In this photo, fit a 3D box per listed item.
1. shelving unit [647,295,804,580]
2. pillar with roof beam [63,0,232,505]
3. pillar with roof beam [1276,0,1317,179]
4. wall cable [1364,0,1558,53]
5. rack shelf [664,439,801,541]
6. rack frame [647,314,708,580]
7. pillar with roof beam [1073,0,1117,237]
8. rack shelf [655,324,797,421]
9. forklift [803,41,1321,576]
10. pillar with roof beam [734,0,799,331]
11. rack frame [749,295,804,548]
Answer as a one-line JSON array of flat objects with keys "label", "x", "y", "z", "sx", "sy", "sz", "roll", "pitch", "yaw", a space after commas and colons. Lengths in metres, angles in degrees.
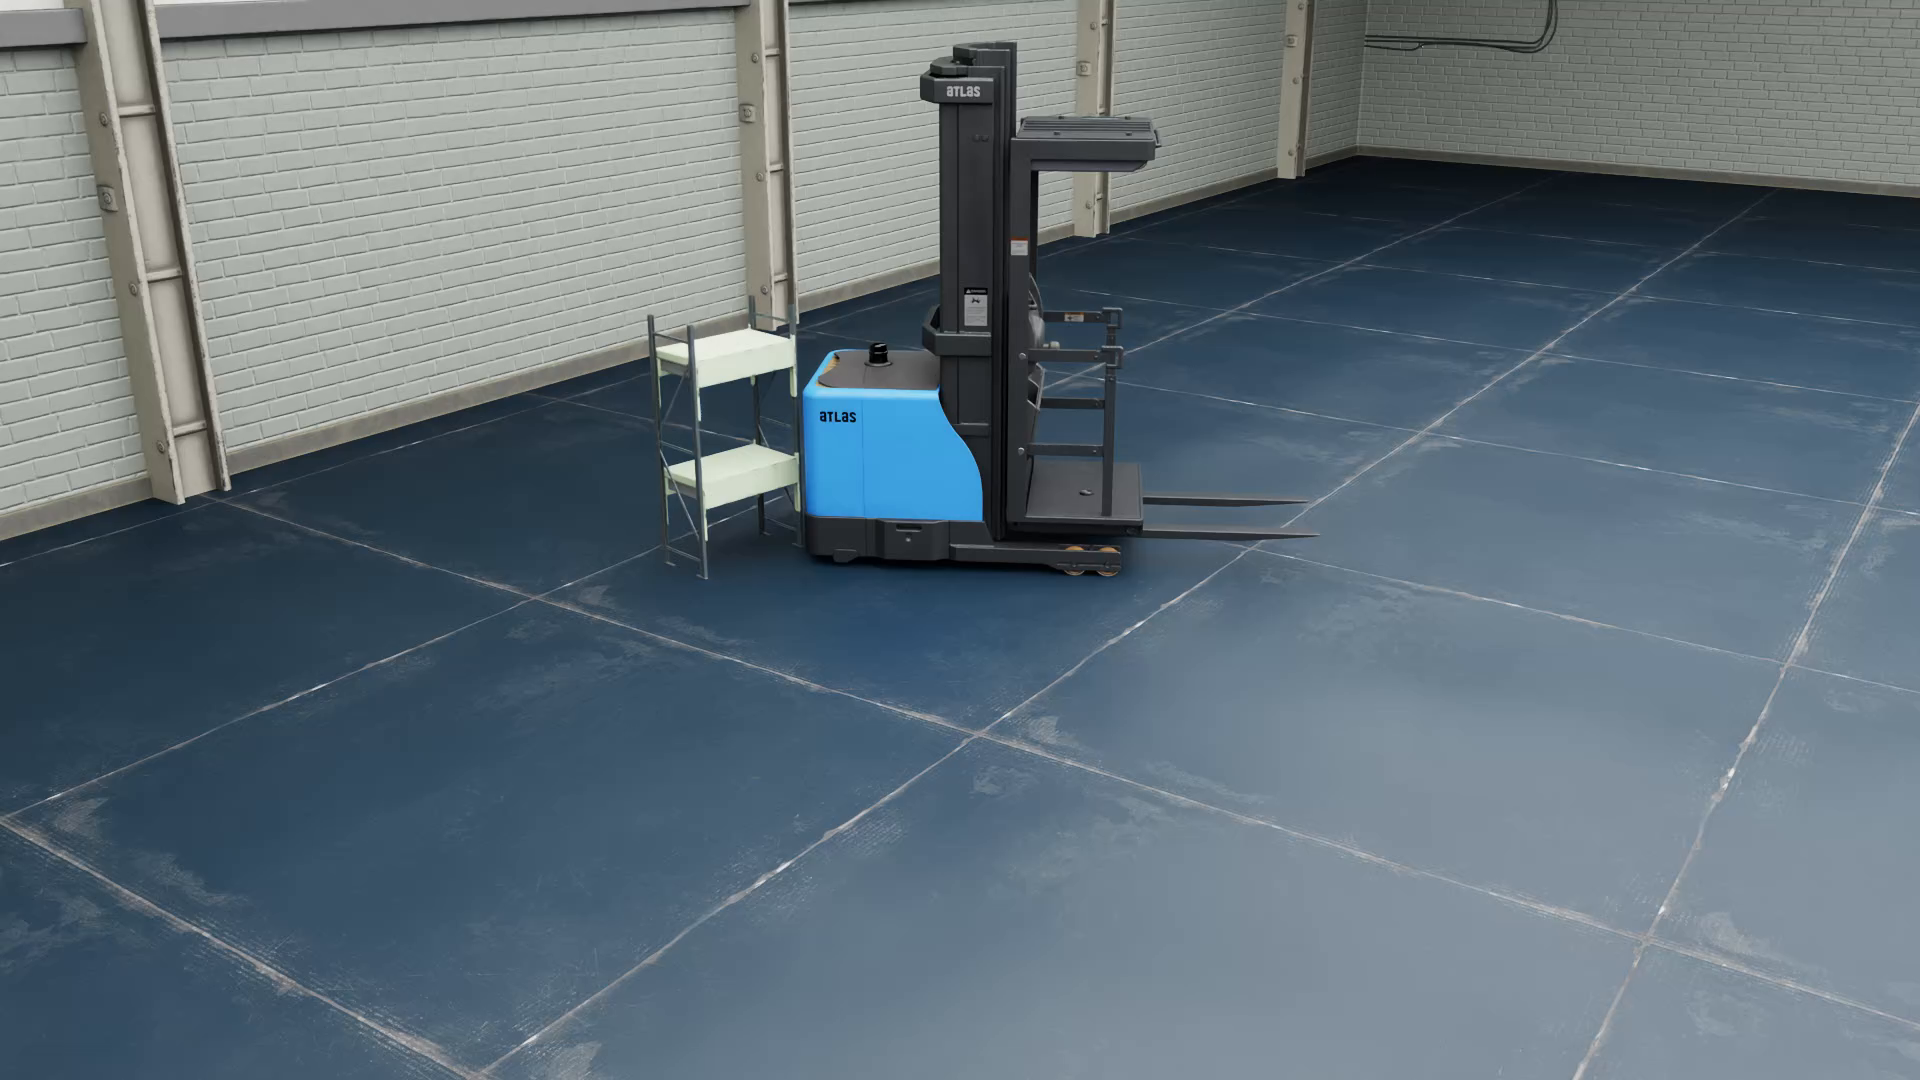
[{"label": "shelving unit", "x": -1.359, "y": -0.612, "z": 9.757, "sx": 0.431, "sy": 1.500, "sz": 0.755, "roll": 19, "pitch": 27, "yaw": 41}, {"label": "pillar with roof beam", "x": -1.579, "y": -3.699, "z": 7.294, "sx": 9.100, "sy": 9.000, "sz": 0.400, "roll": 13, "pitch": 24, "yaw": 32}, {"label": "pillar with roof beam", "x": 8.539, "y": -8.863, "z": 21.256, "sx": 9.100, "sy": 9.000, "sz": 0.400, "roll": 13, "pitch": 24, "yaw": 32}, {"label": "wall cable", "x": 7.729, "y": -8.834, "z": 25.652, "sx": 3.097, "sy": 2.526, "sz": 0.112, "roll": 13, "pitch": 24, "yaw": 32}, {"label": "rack shelf", "x": -1.359, "y": -0.306, "z": 9.871, "sx": 0.431, "sy": 0.370, "sz": 0.720, "roll": 19, "pitch": 27, "yaw": 41}, {"label": "rack frame", "x": -1.613, "y": -0.521, "z": 9.511, "sx": 0.400, "sy": 1.500, "sz": 0.023, "roll": 19, "pitch": 27, "yaw": 41}, {"label": "pillar with roof beam", "x": 5.166, "y": -7.142, "z": 16.602, "sx": 9.100, "sy": 9.000, "sz": 0.400, "roll": 13, "pitch": 24, "yaw": 32}, {"label": "rack shelf", "x": -1.359, "y": -0.978, "z": 9.622, "sx": 0.431, "sy": 0.370, "sz": 0.720, "roll": 19, "pitch": 27, "yaw": 41}, {"label": "forklift", "x": 0.626, "y": -1.356, "z": 9.705, "sx": 3.031, "sy": 2.935, "sz": 1.130, "roll": 2, "pitch": 20, "yaw": 5}, {"label": "pillar with roof beam", "x": 1.794, "y": -5.420, "z": 11.948, "sx": 9.100, "sy": 9.000, "sz": 0.400, "roll": 13, "pitch": 24, "yaw": 32}, {"label": "rack frame", "x": -1.104, "y": -0.703, "z": 10.004, "sx": 0.400, "sy": 1.500, "sz": 0.023, "roll": 19, "pitch": 27, "yaw": 41}]
